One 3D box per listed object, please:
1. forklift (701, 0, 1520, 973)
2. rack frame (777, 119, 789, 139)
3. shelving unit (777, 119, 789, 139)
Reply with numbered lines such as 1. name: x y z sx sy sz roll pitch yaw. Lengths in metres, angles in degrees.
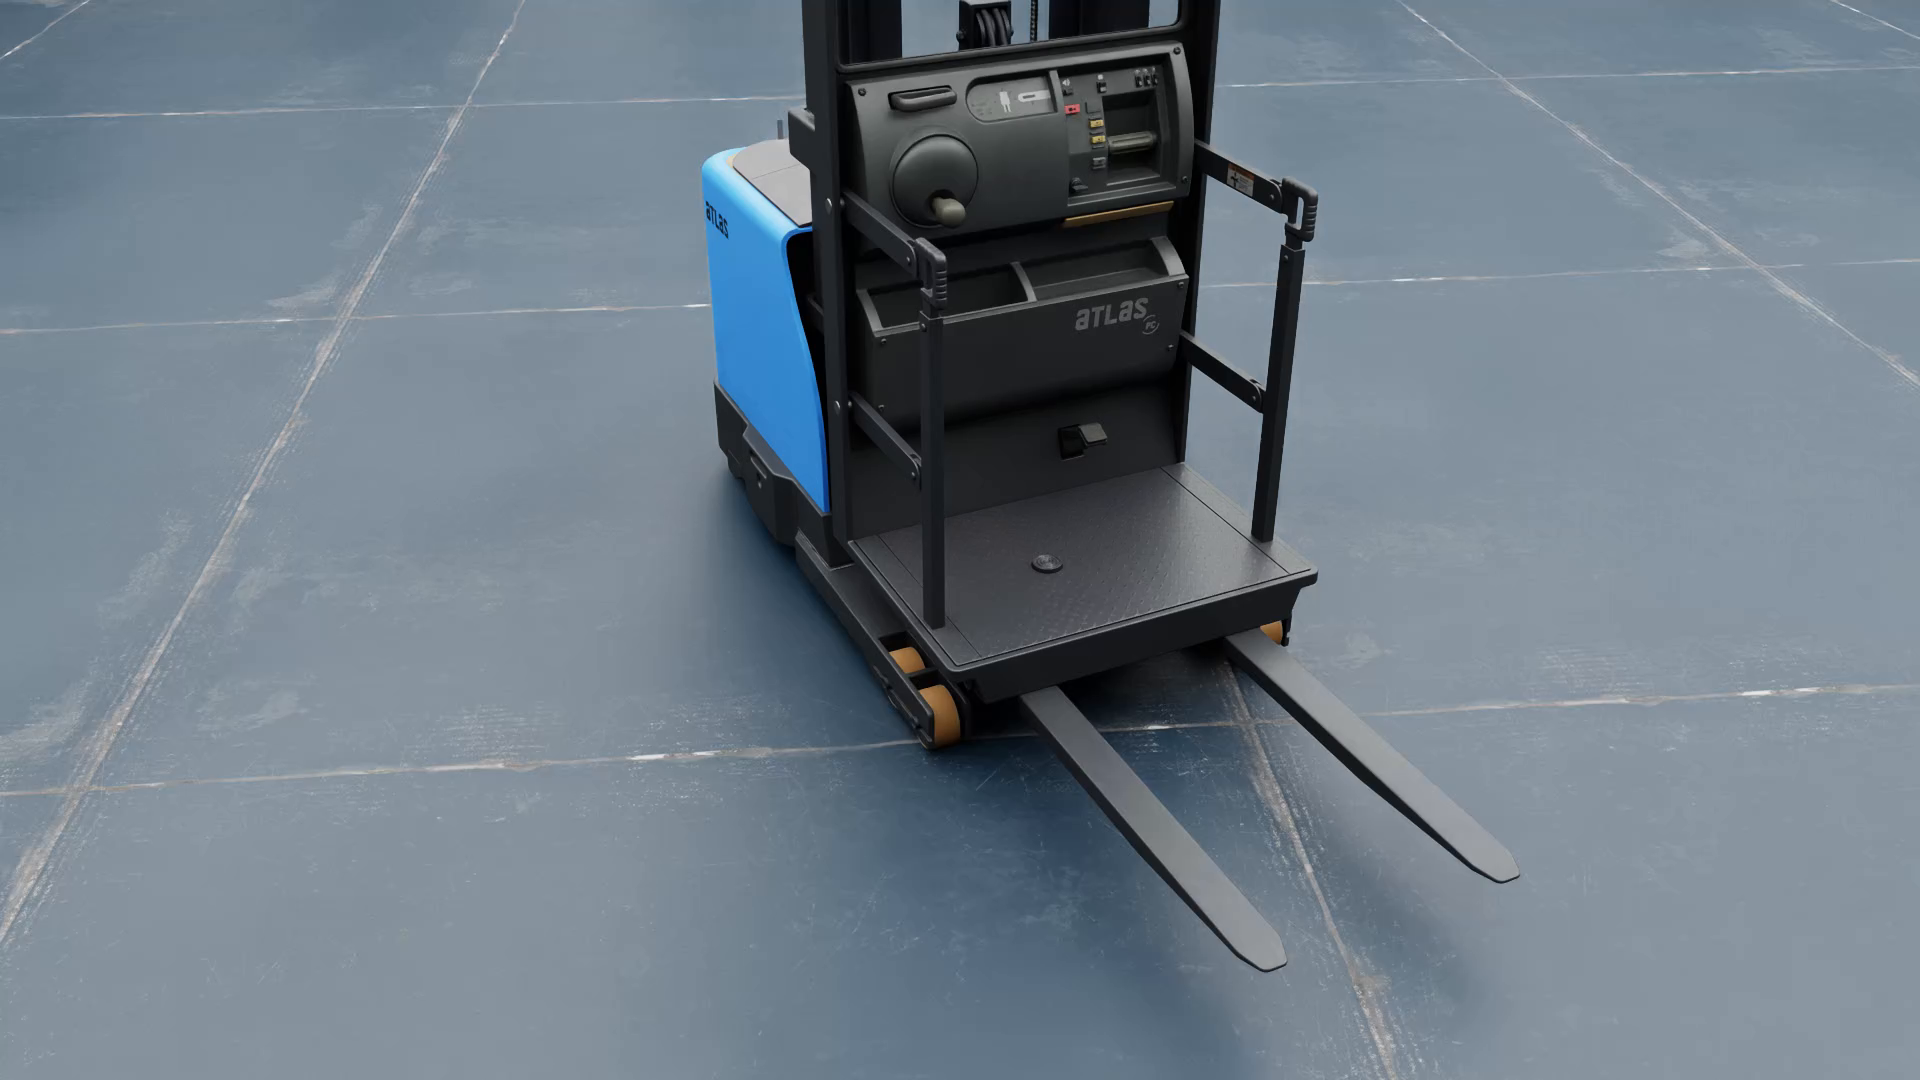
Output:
1. forklift: 0.267 -0.970 4.016 1.130 2.935 3.031 -14 33 -22
2. rack frame: -0.519 -0.974 5.857 0.200 1.050 0.008 -14 33 -22
3. shelving unit: -0.467 -0.917 5.762 0.215 1.050 0.252 -14 33 -22
